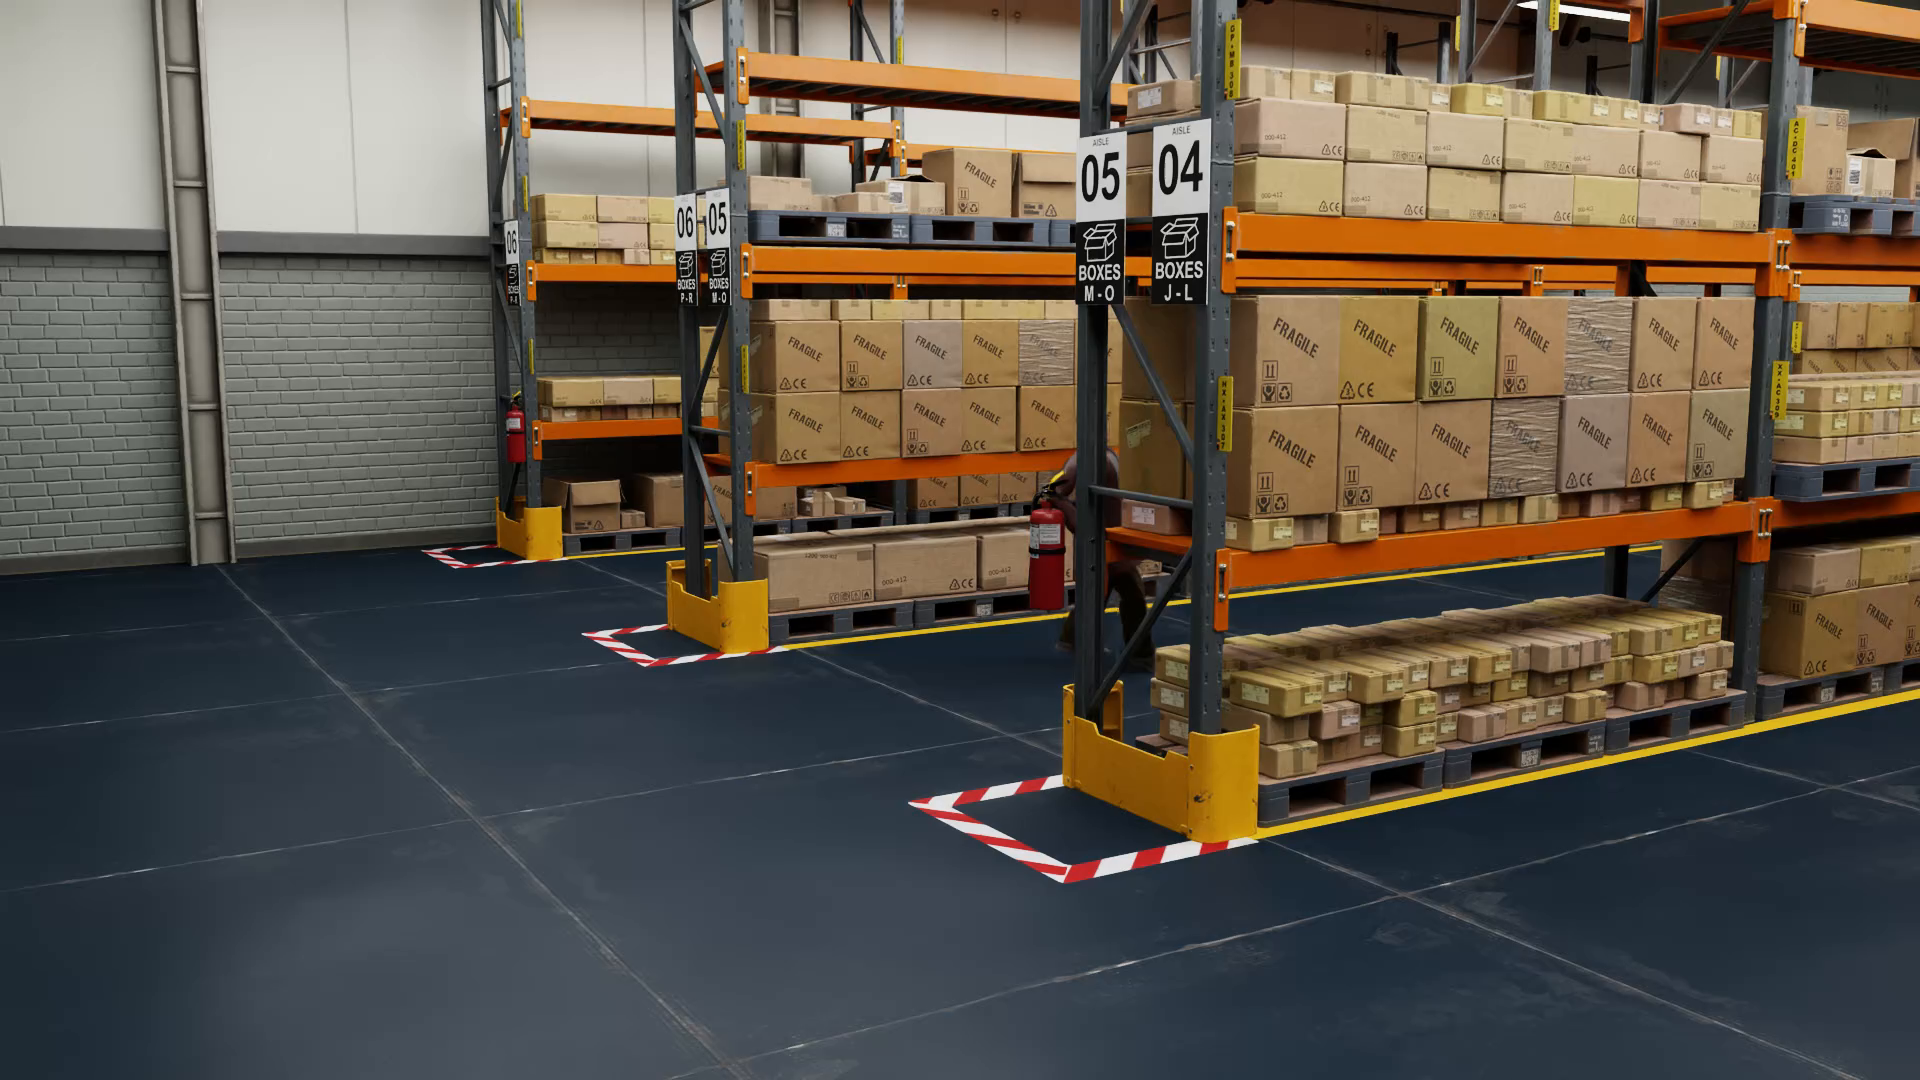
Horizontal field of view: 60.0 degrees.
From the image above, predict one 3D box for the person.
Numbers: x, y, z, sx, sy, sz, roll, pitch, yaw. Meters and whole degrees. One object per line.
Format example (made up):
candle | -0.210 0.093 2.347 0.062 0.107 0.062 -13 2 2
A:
person | 1.036 0.005 10.928 0.929 1.763 0.710 2 8 14
